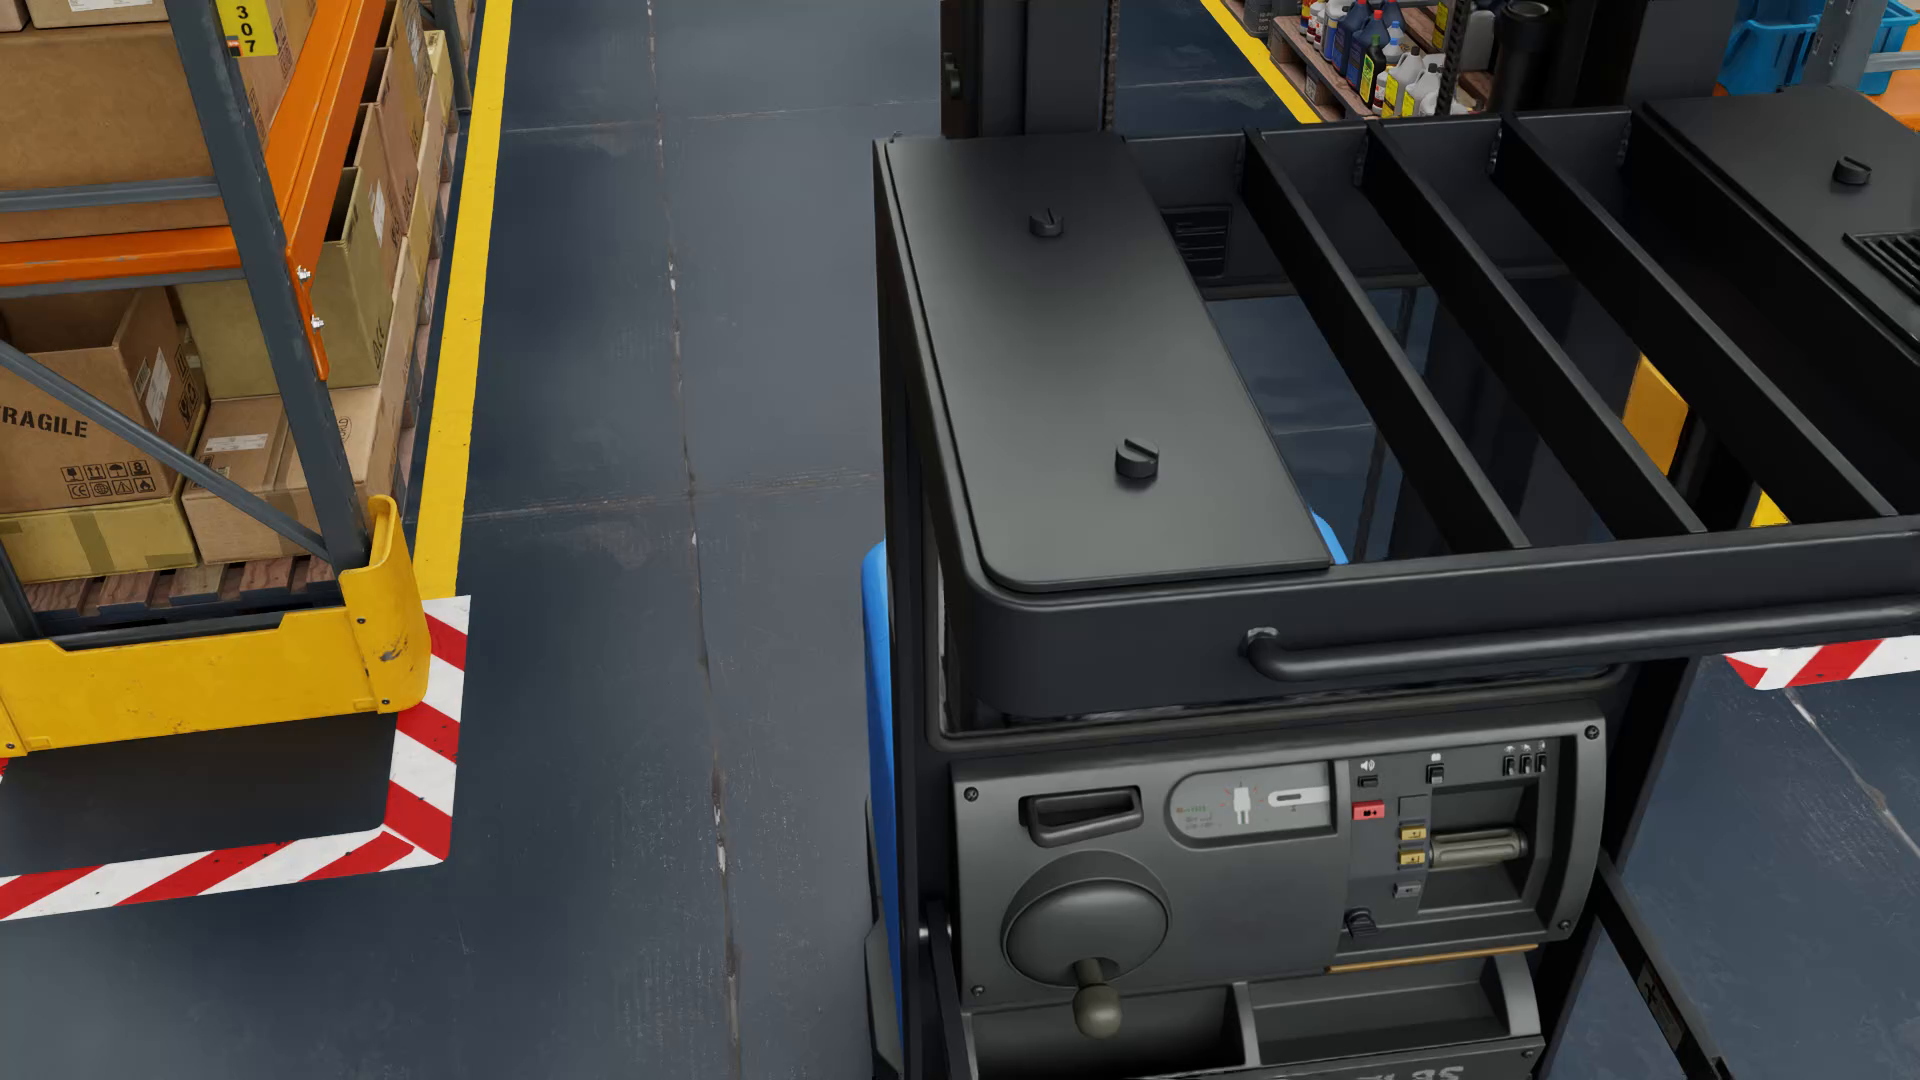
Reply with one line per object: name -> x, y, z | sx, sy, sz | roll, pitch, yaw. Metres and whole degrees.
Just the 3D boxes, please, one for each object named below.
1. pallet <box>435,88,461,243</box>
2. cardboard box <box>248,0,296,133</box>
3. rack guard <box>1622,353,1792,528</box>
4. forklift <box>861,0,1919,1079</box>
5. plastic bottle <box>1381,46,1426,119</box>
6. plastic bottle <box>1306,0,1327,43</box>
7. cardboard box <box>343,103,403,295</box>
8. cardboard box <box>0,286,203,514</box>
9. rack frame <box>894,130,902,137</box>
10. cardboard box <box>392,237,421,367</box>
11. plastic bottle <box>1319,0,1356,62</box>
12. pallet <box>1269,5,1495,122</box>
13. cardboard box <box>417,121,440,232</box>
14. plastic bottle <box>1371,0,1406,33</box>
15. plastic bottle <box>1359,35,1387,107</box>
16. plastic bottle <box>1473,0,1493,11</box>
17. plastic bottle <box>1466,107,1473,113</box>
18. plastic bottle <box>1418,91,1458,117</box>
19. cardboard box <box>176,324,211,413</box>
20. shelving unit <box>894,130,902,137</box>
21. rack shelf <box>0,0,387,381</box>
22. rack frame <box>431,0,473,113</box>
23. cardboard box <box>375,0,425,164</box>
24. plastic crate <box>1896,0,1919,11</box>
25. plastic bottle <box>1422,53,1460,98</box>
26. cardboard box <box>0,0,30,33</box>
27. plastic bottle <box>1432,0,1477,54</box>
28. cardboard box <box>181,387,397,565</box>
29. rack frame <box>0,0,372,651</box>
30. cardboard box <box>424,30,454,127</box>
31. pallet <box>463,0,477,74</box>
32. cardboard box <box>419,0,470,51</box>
pallet -> -2.710, -1.601, 7.138 | 1.003, 0.211, 1.213 | -6, 38, -8
cardboard box -> -2.273, -1.410, 4.538 | 0.700, 0.500, 0.500 | -5, 38, -7
rack guard -> 2.711, -0.355, 5.299 | 1.175, 0.500, 0.348 | -6, 38, -8
forklift -> 1.079, -1.663, 4.376 | 3.137, 3.703, 8.990 | -5, 38, -6
plastic bottle -> 1.910, -1.942, 7.105 | 0.144, 0.351, 0.185 | -7, 38, -8
plastic bottle -> 1.711, -2.485, 7.926 | 0.097, 0.201, 0.097 | 0, 38, 0
cardboard box -> -2.172, -1.097, 5.505 | 0.500, 0.500, 0.500 | -6, 38, -8
cardboard box -> -2.494, -0.439, 4.657 | 0.500, 0.500, 0.500 | -6, 38, -8
rack frame -> -0.072, -0.721, 5.200 | 0.240, 1.200, 0.015 | -6, 38, -8
cardboard box -> -2.160, -0.802, 5.736 | 0.500, 0.250, 0.500 | -6, 38, -8
plastic bottle -> 1.777, -2.383, 7.734 | 0.152, 0.276, 0.135 | -5, 38, -6
pallet -> 2.146, -2.206, 7.917 | 1.003, 0.211, 1.213 | -6, 38, -8
cardboard box -> -2.332, -1.406, 6.514 | 0.500, 0.250, 0.500 | -6, 38, -8
plastic bottle -> 1.944, -2.328, 7.602 | 0.144, 0.351, 0.185 | -6, 38, -8
plastic bottle -> 1.823, -2.068, 7.322 | 0.061, 0.283, 0.133 | -5, 38, -6
plastic bottle -> 2.466, -2.487, 7.806 | 0.144, 0.351, 0.185 | -7, 38, -9
plastic bottle -> 2.095, -1.695, 6.910 | 0.097, 0.201, 0.097 | 0, 38, 0
plastic bottle -> 1.975, -1.700, 6.855 | 0.152, 0.276, 0.135 | -7, 38, -9
cardboard box -> -2.591, -0.443, 5.275 | 0.500, 0.250, 0.500 | -6, 38, -8
shelving unit -> -0.029, -0.574, 5.011 | 0.258, 1.200, 0.503 | -6, 38, -8
rack shelf -> -2.458, -1.694, 5.572 | 1.077, 0.370, 4.000 | -6, 38, -8
rack frame -> -2.808, -3.187, 6.907 | 1.000, 3.000, 0.127 | -6, 38, -8
cardboard box -> -2.344, -1.701, 6.283 | 0.500, 0.500, 0.500 | -6, 38, -8
plastic crate -> 2.930, -1.772, 5.301 | 0.298, 0.136, 0.250 | -6, 38, -8
plastic bottle -> 2.051, -1.943, 7.168 | 0.152, 0.276, 0.135 | -6, 38, -8
cardboard box -> -2.362, -1.276, 3.838 | 0.380, 0.149, 0.250 | -7, 38, -9
plastic bottle -> 2.324, -2.471, 7.786 | 0.144, 0.351, 0.185 | -6, 38, -8
cardboard box -> -1.982, -0.198, 4.959 | 0.500, 0.250, 0.500 | -6, 38, -8
rack frame -> -2.107, -0.771, 3.797 | 1.000, 3.000, 0.127 | -6, 38, -8
cardboard box -> -2.512, -2.010, 7.291 | 0.500, 0.250, 0.500 | -6, 38, -8
pallet -> -2.976, -2.526, 8.330 | 1.003, 0.211, 1.213 | -6, 38, -8
cardboard box -> -2.635, -2.537, 7.969 | 0.500, 0.250, 0.500 | -7, 38, -9
